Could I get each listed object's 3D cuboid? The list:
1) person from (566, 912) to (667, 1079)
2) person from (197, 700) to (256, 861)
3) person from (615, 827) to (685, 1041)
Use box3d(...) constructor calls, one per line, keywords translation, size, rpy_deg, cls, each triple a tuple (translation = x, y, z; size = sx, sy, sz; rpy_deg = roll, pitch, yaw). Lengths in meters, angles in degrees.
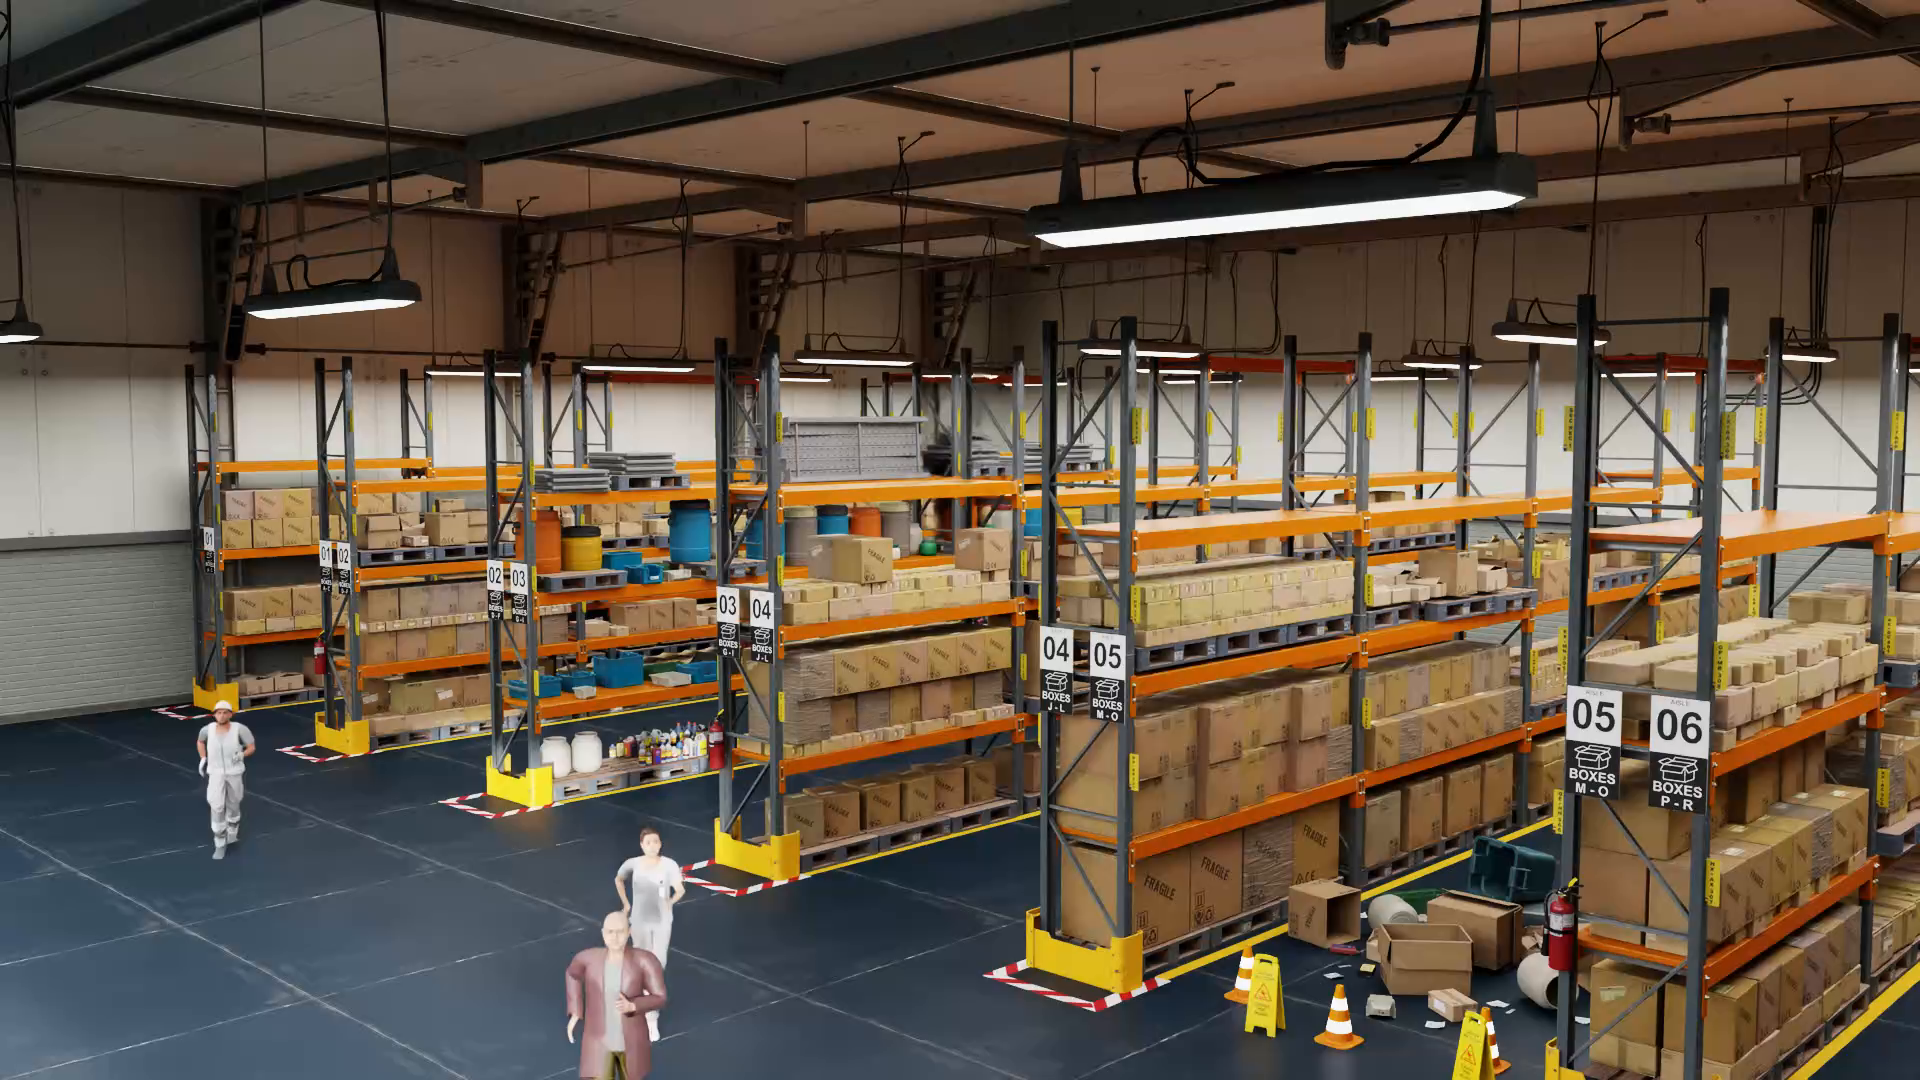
box3d(translation=(-2.313, 3.408, 11.204), size=(0.677, 1.835, 0.909), rpy_deg=(-1, 4, -10), cls="person")
box3d(translation=(-8.594, 2.783, 19.507), size=(0.638, 1.841, 0.809), rpy_deg=(-2, 5, -22), cls="person")
box3d(translation=(-2.606, 3.248, 14.040), size=(0.567, 1.681, 0.957), rpy_deg=(-1, 5, -16), cls="person")
